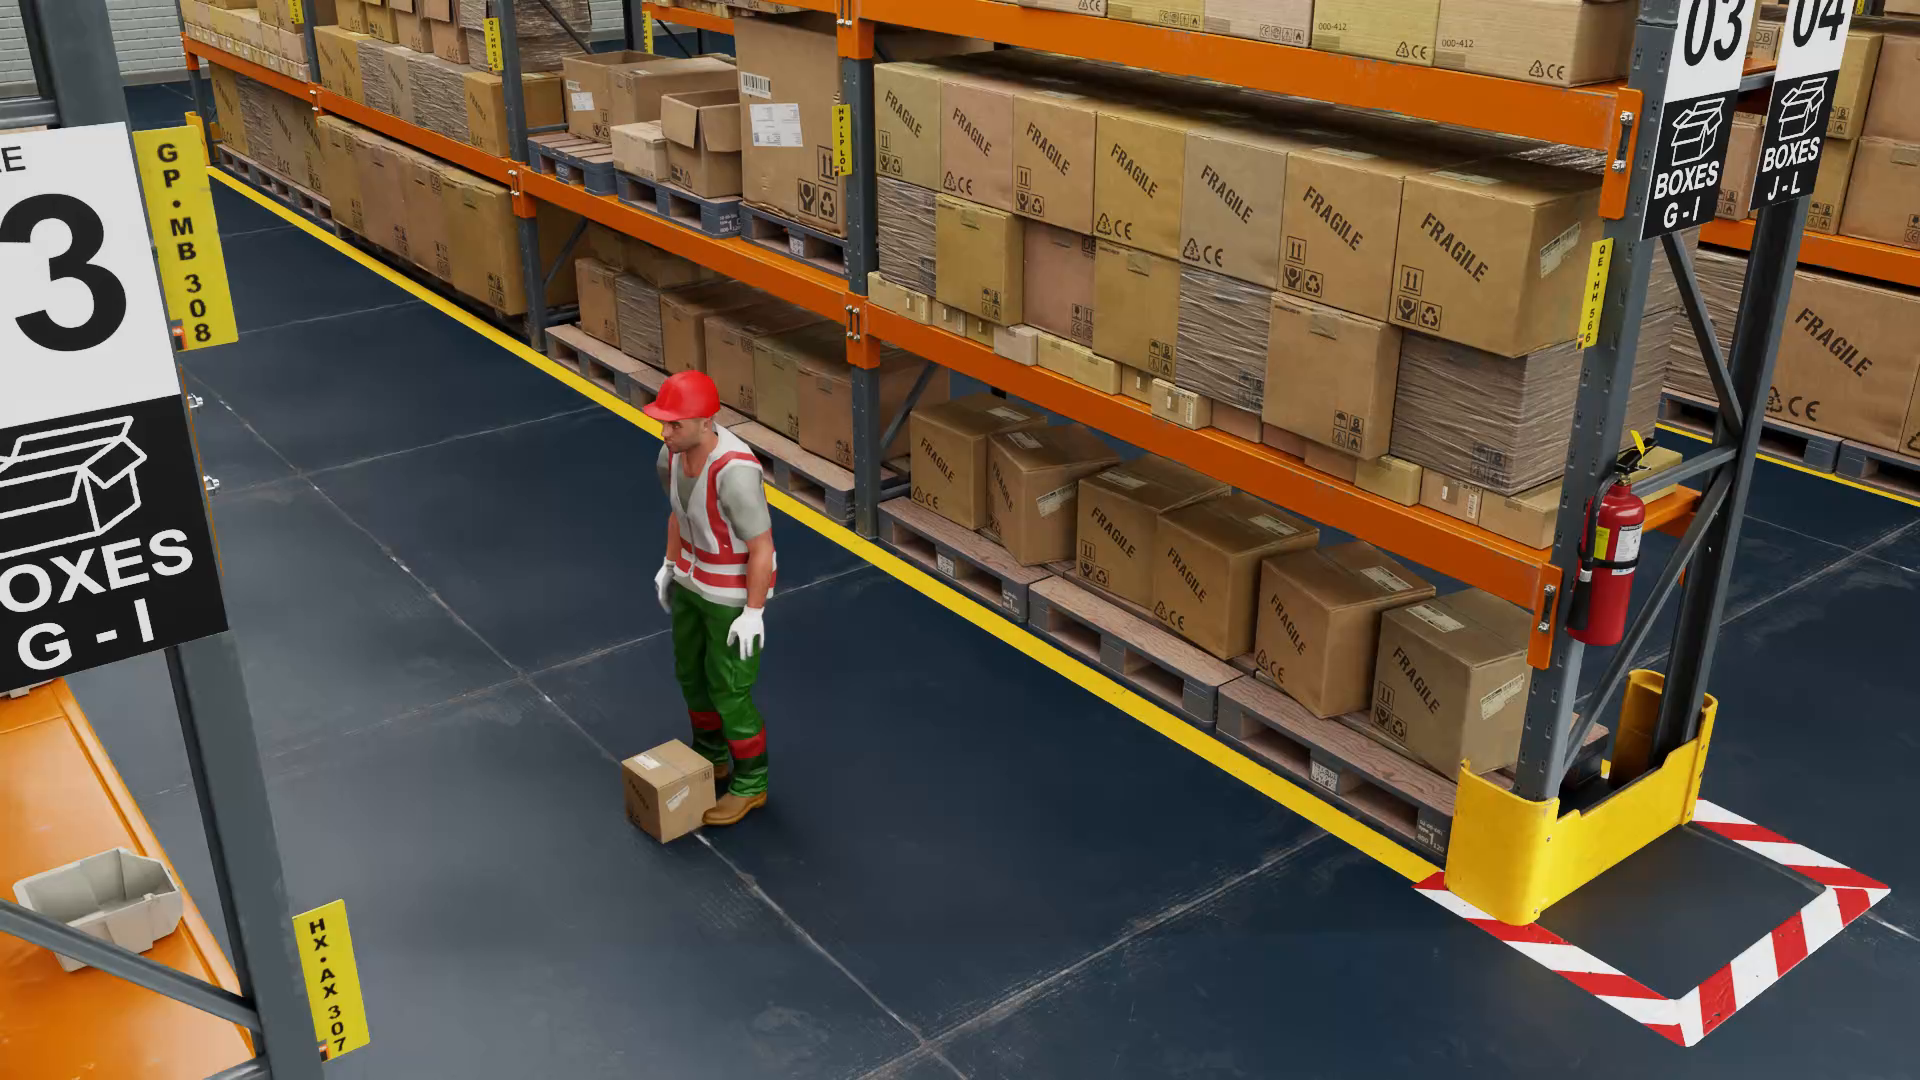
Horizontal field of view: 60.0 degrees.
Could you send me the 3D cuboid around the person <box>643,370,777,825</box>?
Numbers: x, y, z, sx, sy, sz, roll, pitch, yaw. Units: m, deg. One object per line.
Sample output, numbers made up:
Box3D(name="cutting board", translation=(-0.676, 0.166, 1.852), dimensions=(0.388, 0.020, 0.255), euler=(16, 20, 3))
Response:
Box3D(name="person", translation=(-0.919, 0.205, 6.139), dimensions=(0.452, 1.778, 0.613), euler=(-20, 31, -37))
